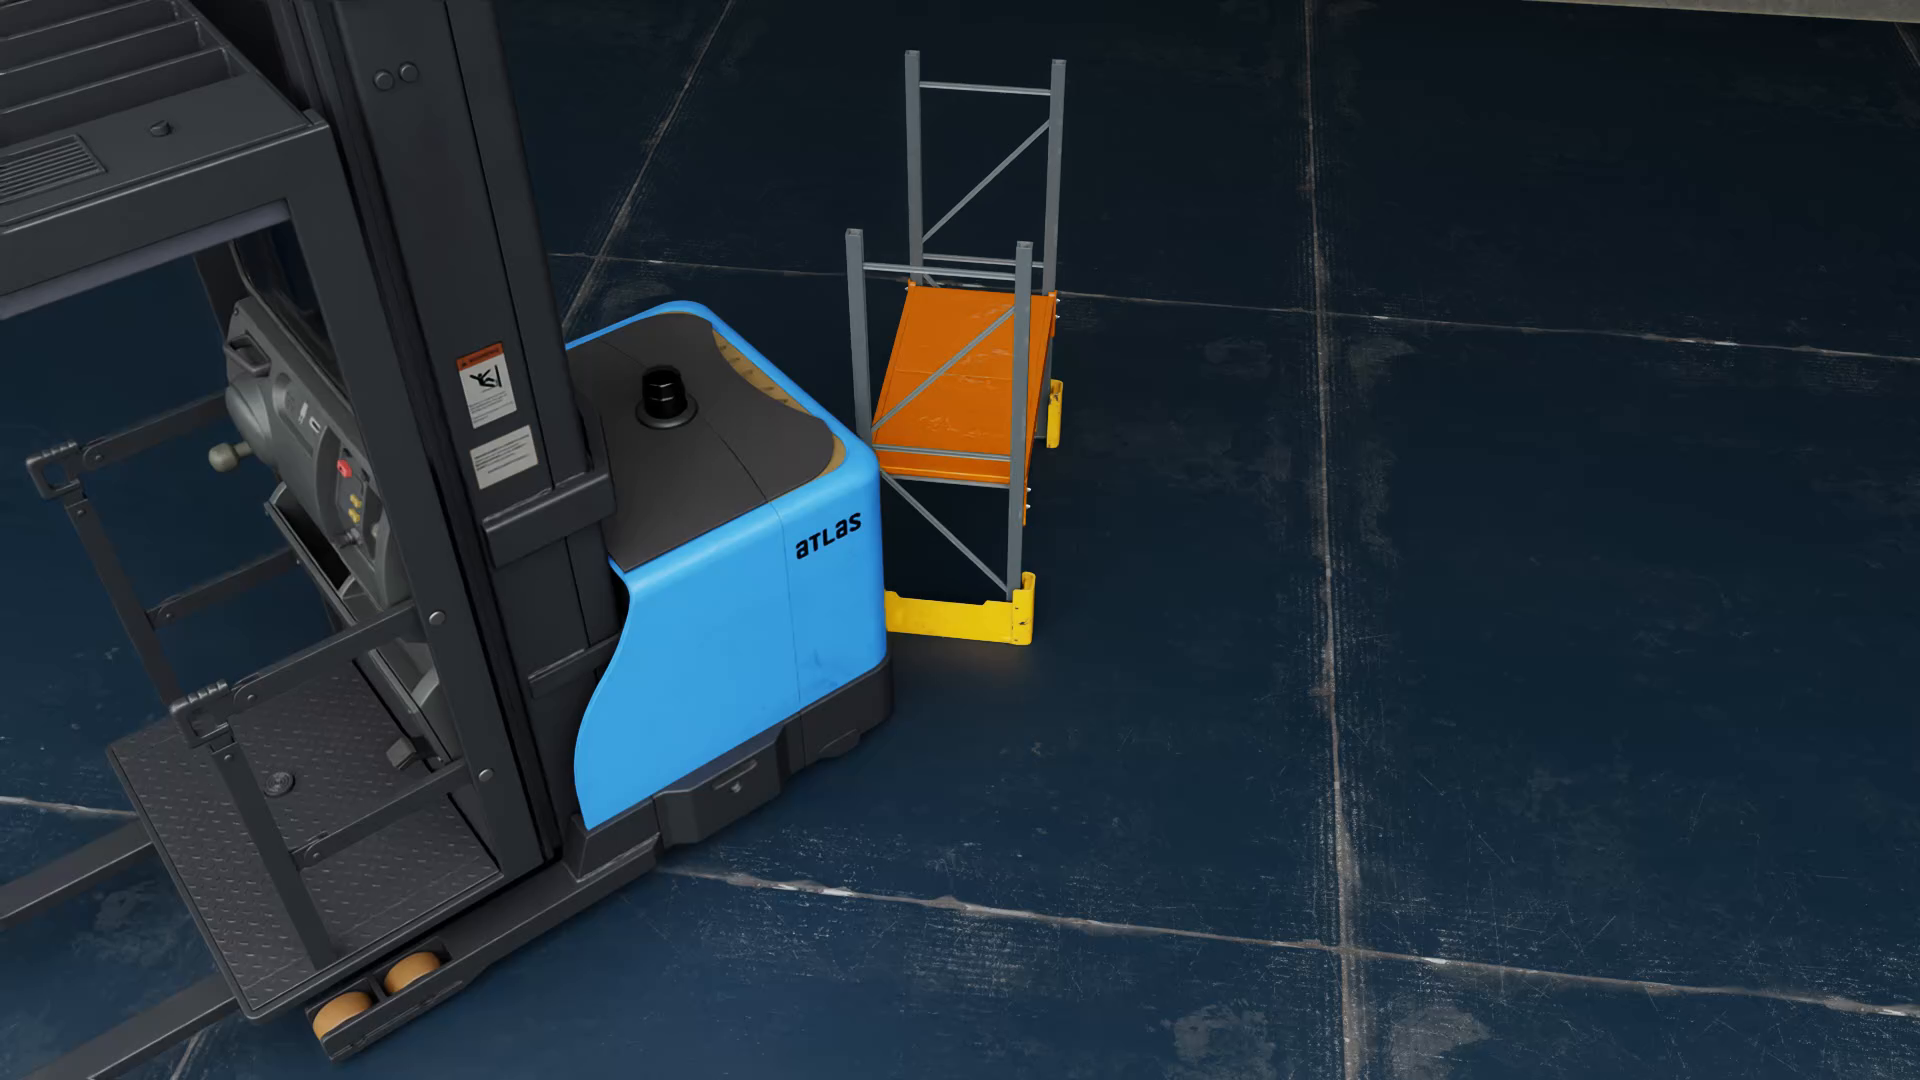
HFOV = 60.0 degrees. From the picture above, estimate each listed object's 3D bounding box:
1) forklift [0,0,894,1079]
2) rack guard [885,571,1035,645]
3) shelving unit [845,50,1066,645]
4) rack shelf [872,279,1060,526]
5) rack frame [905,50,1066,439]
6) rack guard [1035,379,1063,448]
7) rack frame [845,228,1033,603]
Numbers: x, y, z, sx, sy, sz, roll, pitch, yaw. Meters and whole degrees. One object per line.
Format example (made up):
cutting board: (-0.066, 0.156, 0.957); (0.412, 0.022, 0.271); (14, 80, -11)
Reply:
forklift: (-1.673, -0.139, 3.765); (3.031, 2.935, 1.130); (-28, 50, -27)
rack guard: (-0.056, 0.197, 5.360); (0.587, 0.250, 0.087); (5, 44, 6)
shelving unit: (0.010, -0.597, 5.289); (0.587, 1.500, 1.083); (5, 44, 6)
rack shelf: (0.011, -0.472, 5.419); (0.538, 0.185, 1.000); (5, 44, 6)
rack frame: (0.078, -0.949, 5.662); (0.500, 1.500, 0.032); (5, 44, 6)
rack guard: (0.076, -0.482, 6.077); (0.587, 0.250, 0.087); (5, 44, 6)
rack frame: (-0.056, -0.256, 4.930); (0.500, 1.500, 0.032); (5, 44, 6)
